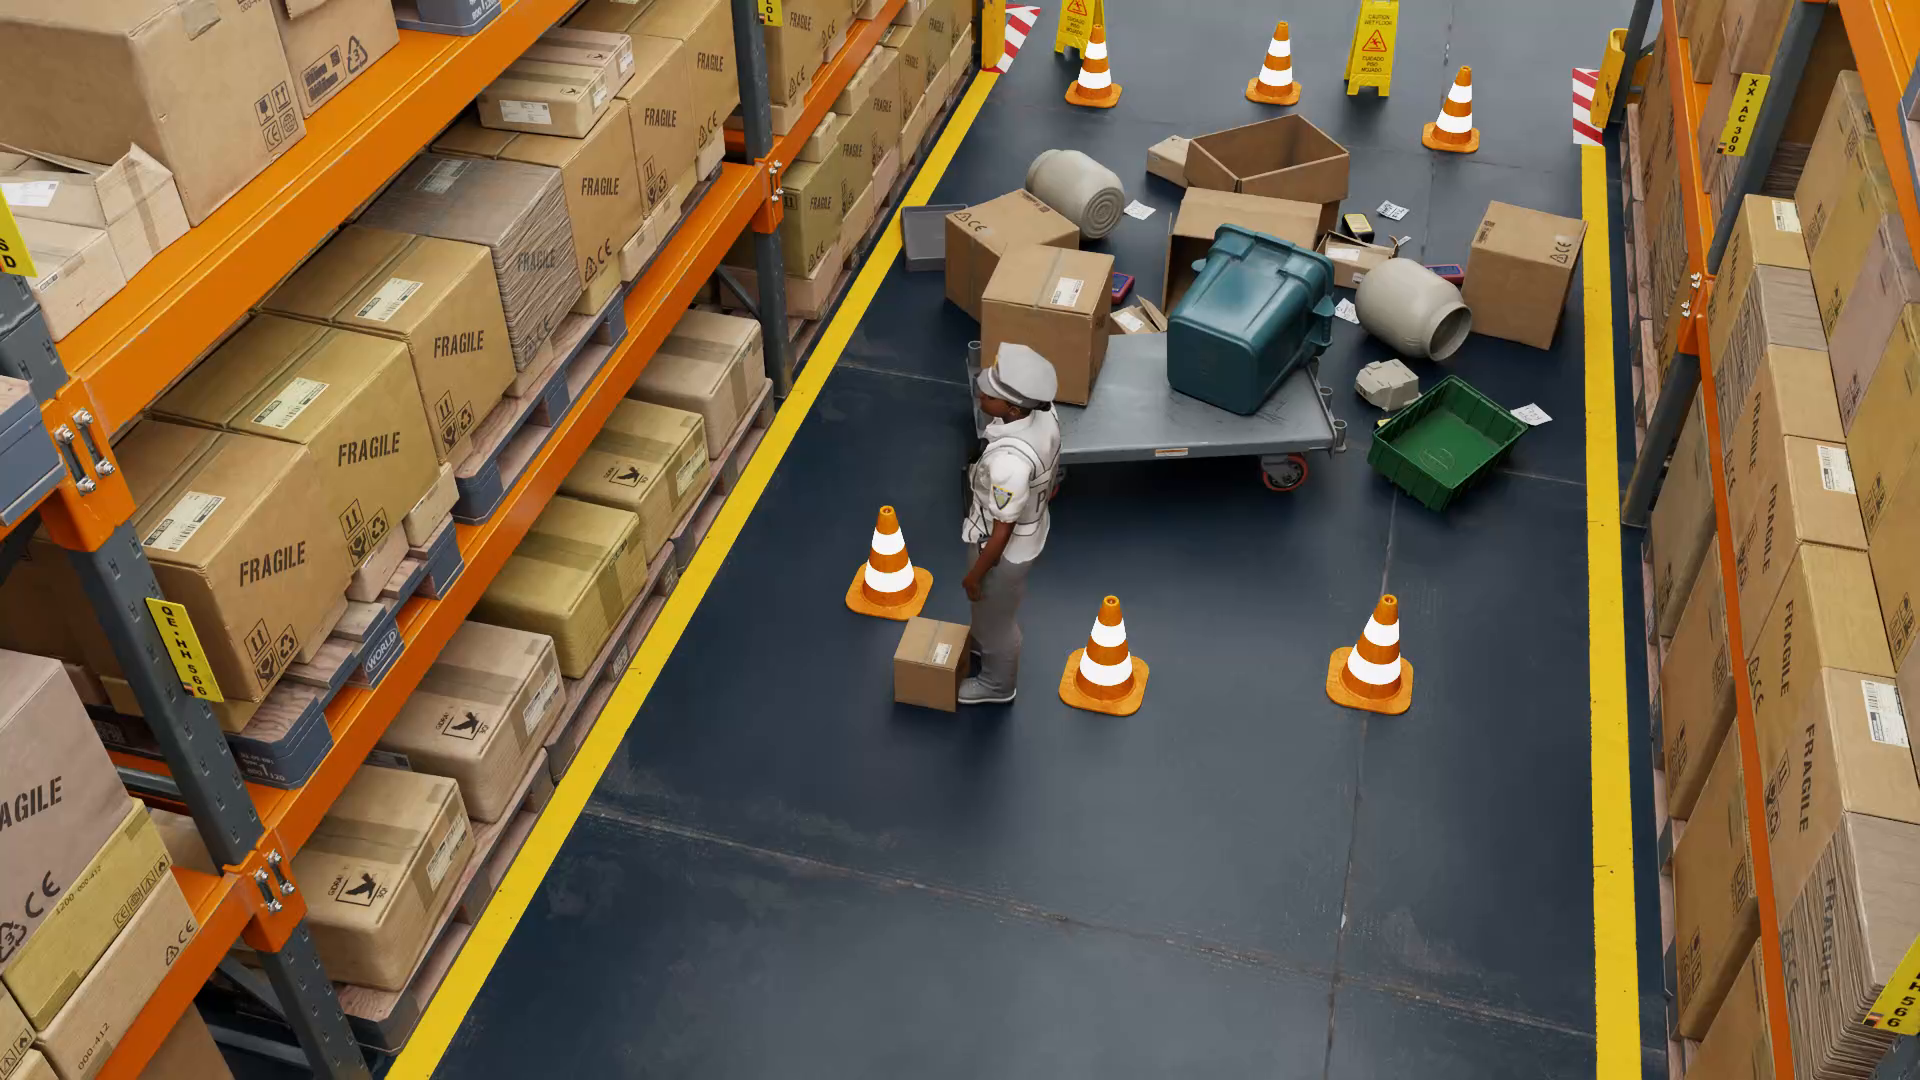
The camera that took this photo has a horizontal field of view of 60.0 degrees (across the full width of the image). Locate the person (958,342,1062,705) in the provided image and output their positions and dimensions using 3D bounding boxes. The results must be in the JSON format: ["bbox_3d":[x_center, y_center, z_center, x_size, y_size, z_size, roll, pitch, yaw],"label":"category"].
[{"bbox_3d":[0.095,-0.041,6.165,0.528,1.697,0.570,10,42,11],"label":"person"}]
